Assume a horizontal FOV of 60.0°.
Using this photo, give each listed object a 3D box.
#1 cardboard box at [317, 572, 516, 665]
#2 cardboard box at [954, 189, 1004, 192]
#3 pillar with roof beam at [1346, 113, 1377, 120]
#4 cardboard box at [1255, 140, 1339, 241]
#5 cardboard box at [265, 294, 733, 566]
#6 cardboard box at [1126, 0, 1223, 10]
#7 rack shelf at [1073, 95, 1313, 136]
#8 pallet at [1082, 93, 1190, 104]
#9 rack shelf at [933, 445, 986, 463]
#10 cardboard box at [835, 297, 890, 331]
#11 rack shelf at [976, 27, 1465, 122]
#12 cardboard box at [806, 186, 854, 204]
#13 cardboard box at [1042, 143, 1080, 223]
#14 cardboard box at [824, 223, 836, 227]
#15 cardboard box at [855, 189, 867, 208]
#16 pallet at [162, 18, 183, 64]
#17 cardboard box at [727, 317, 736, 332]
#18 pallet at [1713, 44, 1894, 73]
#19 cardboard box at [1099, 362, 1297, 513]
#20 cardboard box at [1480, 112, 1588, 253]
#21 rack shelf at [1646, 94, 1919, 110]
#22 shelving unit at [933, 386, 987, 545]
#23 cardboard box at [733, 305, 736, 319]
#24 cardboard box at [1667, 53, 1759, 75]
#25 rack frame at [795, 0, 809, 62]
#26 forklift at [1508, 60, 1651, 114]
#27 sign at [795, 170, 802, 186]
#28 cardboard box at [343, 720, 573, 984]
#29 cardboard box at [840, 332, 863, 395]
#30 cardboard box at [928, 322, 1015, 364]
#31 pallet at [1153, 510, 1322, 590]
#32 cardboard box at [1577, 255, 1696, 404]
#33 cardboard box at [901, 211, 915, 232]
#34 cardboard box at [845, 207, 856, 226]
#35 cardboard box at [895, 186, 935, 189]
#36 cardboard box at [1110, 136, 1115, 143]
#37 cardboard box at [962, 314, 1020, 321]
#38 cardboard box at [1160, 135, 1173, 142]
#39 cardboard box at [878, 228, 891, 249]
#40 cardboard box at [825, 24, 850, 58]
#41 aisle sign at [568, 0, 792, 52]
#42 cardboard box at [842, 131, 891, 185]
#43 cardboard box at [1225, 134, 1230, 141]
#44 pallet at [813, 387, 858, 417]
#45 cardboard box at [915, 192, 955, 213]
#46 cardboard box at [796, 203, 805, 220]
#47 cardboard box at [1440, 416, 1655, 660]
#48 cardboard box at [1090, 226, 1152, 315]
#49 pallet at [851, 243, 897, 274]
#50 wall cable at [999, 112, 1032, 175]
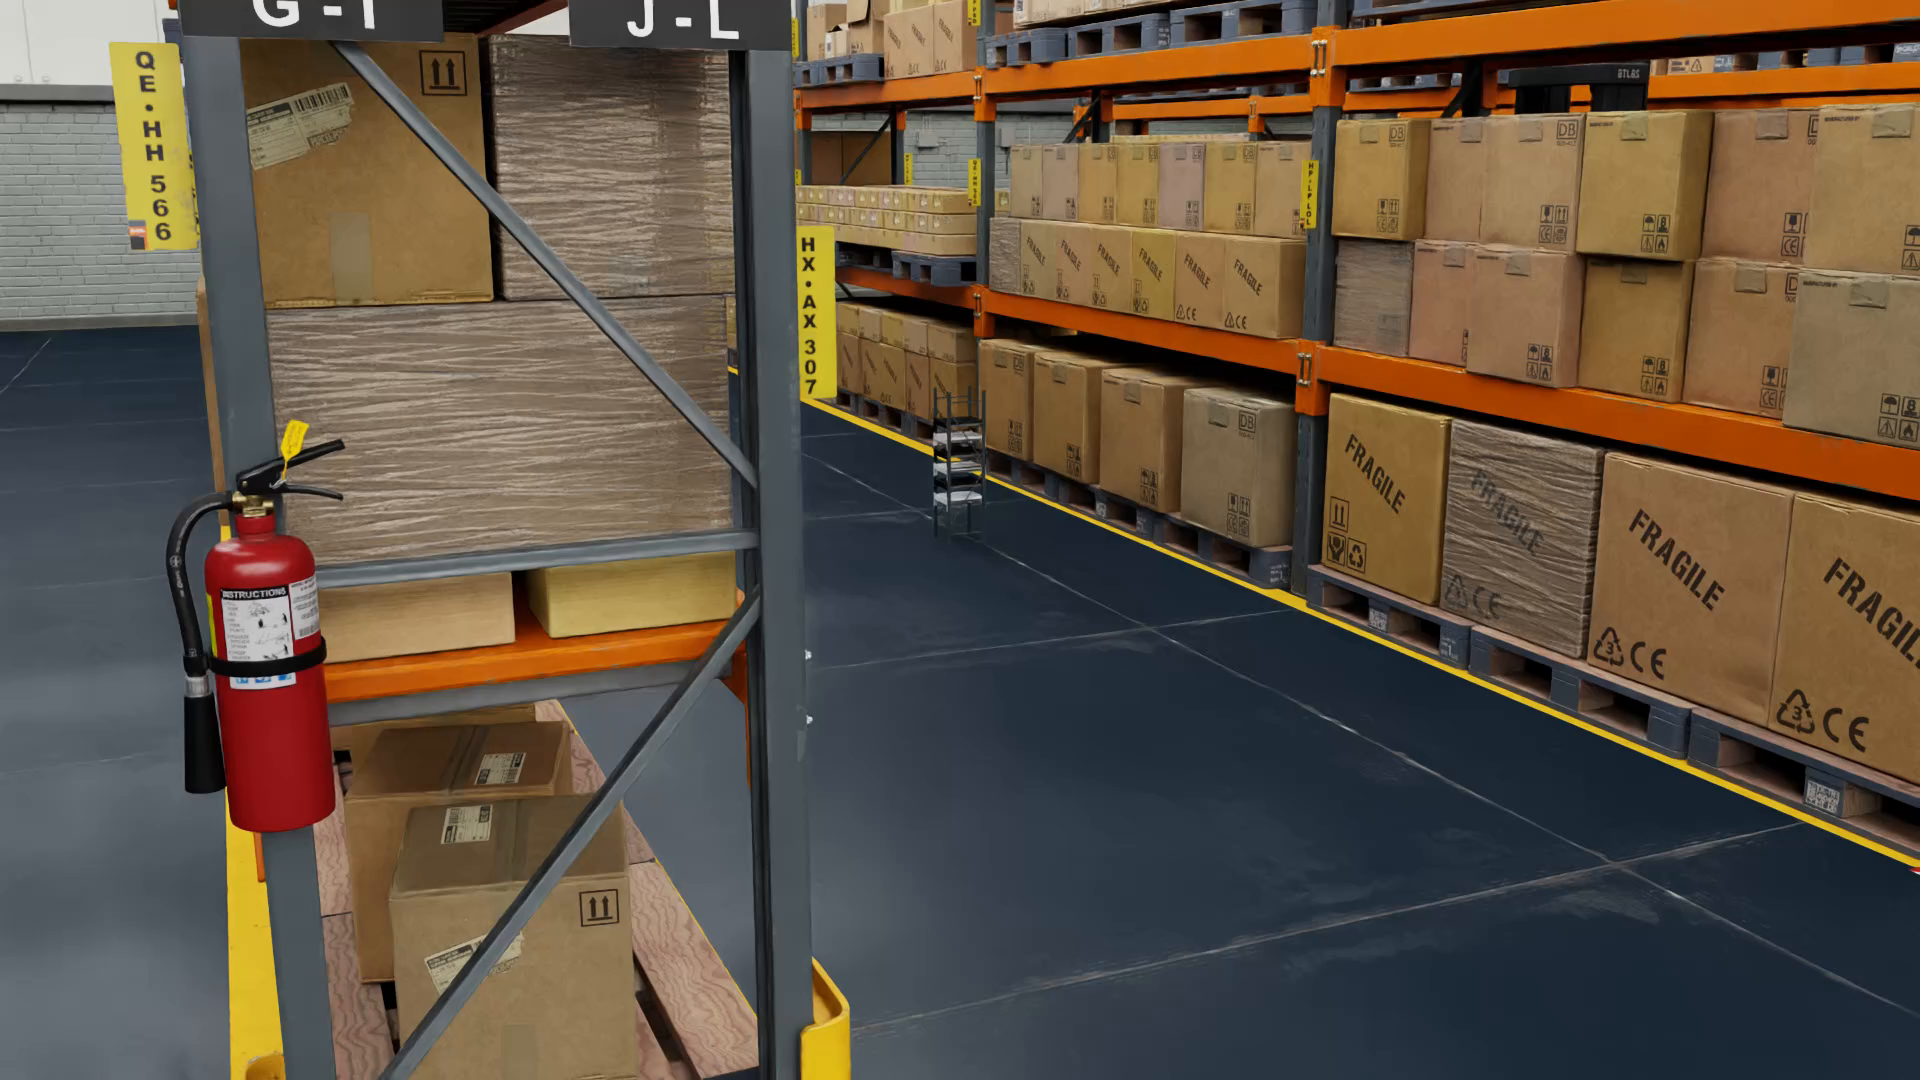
[{"bbox_3d":[-1.085,0.122,3.248,0.380,0.149,0.250,-6,14,-23],"label":"cardboard box"},{"bbox_3d":[0.171,-2.742,13.371,0.380,0.149,0.250,-5,14,-20],"label":"cardboard box"},{"bbox_3d":[2.237,-7.782,23.538,9.100,9.000,0.400,-6,14,-23],"label":"pillar with roof beam"},{"bbox_3d":[1.997,-1.852,8.778,0.700,0.500,0.500,-6,14,-24],"label":"cardboard box"},{"bbox_3d":[-0.977,-0.270,3.502,0.875,0.500,0.500,-6,14,-23],"label":"cardboard box"},{"bbox_3d":[1.297,-3.227,9.554,0.500,0.311,0.500,-6,14,-25],"label":"cardboard box"},{"bbox_3d":[2.690,-4.859,19.153,1.077,0.370,4.000,-6,14,-23],"label":"rack shelf"},{"bbox_3d":[2.196,-5.427,20.209,1.003,0.211,1.213,-6,14,-23],"label":"pallet"},{"bbox_3d":[-0.003,-0.495,9.763,0.258,0.077,0.200,-6,14,-23],"label":"rack shelf"},{"bbox_3d":[-0.950,-2.042,14.990,0.500,0.250,0.500,-6,14,-25],"label":"cardboard box"},{"bbox_3d":[1.400,-2.738,9.990,1.077,0.370,4.000,-6,14,-23],"label":"rack shelf"},{"bbox_3d":[-1.150,-3.059,14.739,0.380,0.149,0.250,-5,14,-21],"label":"cardboard box"},{"bbox_3d":[0.973,-2.378,11.053,0.700,0.500,0.500,-6,14,-24],"label":"cardboard box"},{"bbox_3d":[-0.955,-2.665,14.358,0.380,0.149,0.250,-5,14,-22],"label":"cardboard box"},{"bbox_3d":[-0.637,-2.793,13.593,0.380,0.149,0.250,-5,14,-21],"label":"cardboard box"},{"bbox_3d":[-4.293,-3.111,10.424,1.213,0.211,1.003,-5,14,-20],"label":"pallet"},{"bbox_3d":[-2.391,-2.355,18.124,0.380,0.149,0.250,-5,14,-21],"label":"cardboard box"},{"bbox_3d":[6.128,-3.403,11.684,1.213,0.211,1.003,-6,14,-23],"label":"pallet"},{"bbox_3d":[1.487,-0.642,10.050,1.050,0.750,0.750,-6,14,-23],"label":"cardboard box"},{"bbox_3d":[2.735,-1.506,6.999,0.875,0.550,0.550,-6,14,-23],"label":"cardboard box"},{"bbox_3d":[8.839,-4.481,17.523,1.077,0.370,4.000,-6,14,-23],"label":"rack shelf"},{"bbox_3d":[-0.003,-0.440,9.776,0.258,0.900,0.210,-6,14,-23],"label":"shelving unit"},{"bbox_3d":[-2.225,-2.448,17.866,0.380,0.149,0.250,-5,14,-21],"label":"cardboard box"},{"bbox_3d":[5.731,-3.707,12.354,0.797,0.503,0.637,-6,14,-23],"label":"cardboard box"},{"bbox_3d":[-1.004,-5.789,14.926,1.000,3.000,0.127,-6,14,-23],"label":"rack frame"},{"bbox_3d":[4.568,-1.862,11.415,3.031,2.935,1.130,-5,14,-22],"label":"forklift"},{"bbox_3d":[-1.498,-3.238,15.287,0.100,0.325,0.005,-6,14,-23],"label":"sign"},{"bbox_3d":[-1.287,0.802,4.364,0.500,0.500,0.500,-2,13,-8],"label":"cardboard box"},{"bbox_3d":[-0.737,-1.568,14.603,0.500,0.500,0.500,-5,14,-20],"label":"cardboard box"},{"bbox_3d":[0.085,-1.510,12.690,0.500,0.250,0.500,-6,14,-24],"label":"cardboard box"},{"bbox_3d":[1.823,-0.008,9.435,1.003,0.211,1.213,-6,14,-23],"label":"pallet"},{"bbox_3d":[3.013,-0.877,6.676,0.875,0.550,0.500,-6,14,-23],"label":"cardboard box"},{"bbox_3d":[-0.233,-2.437,12.714,0.380,0.149,0.250,-5,14,-22],"label":"cardboard box"},{"bbox_3d":[-0.737,-2.700,13.850,0.380,0.149,0.250,-6,14,-24],"label":"cardboard box"},{"bbox_3d":[-0.348,-3.010,14.529,0.380,0.149,0.250,-6,14,-23],"label":"cardboard box"},{"bbox_3d":[1.947,-4.803,20.091,0.380,0.149,0.250,-5,14,-21],"label":"cardboard box"},{"bbox_3d":[0.341,-1.661,13.345,0.500,0.250,0.500,-6,14,-24],"label":"cardboard box"},{"bbox_3d":[2.510,-4.541,18.958,0.380,0.149,0.250,-6,14,-23],"label":"cardboard box"},{"bbox_3d":[-0.427,-2.395,13.190,0.380,0.149,0.250,-6,14,-25],"label":"cardboard box"},{"bbox_3d":[-0.843,-4.288,14.360,0.500,0.311,0.500,-6,14,-24],"label":"cardboard box"},{"bbox_3d":[-0.482,-1.241,2.814,0.394,0.787,0.004,-6,14,-23],"label":"aisle sign"},{"bbox_3d":[-0.961,-3.663,15.943,0.500,0.500,0.500,-5,14,-22],"label":"cardboard box"},{"bbox_3d":[3.070,-4.286,17.856,0.380,0.149,0.250,-5,14,-22],"label":"cardboard box"},{"bbox_3d":[-0.690,-1.347,15.223,1.003,0.211,1.213,-6,14,-23],"label":"pallet"},{"bbox_3d":[-0.116,-2.524,12.430,0.380,0.149,0.250,-6,14,-24],"label":"cardboard box"},{"bbox_3d":[-1.267,-2.971,15.019,0.380,0.149,0.250,-5,14,-22],"label":"cardboard box"},{"bbox_3d":[2.753,-0.061,7.262,0.875,0.875,0.875,-6,14,-23],"label":"cardboard box"},{"bbox_3d":[1.137,-1.660,10.166,0.500,0.500,0.500,-6,14,-24],"label":"cardboard box"},{"bbox_3d":[-0.232,-2.352,13.805,1.003,0.211,1.213,-6,14,-23],"label":"pallet"},{"bbox_3d":[0.904,-5.949,26.669,0.588,1.984,0.122,-6,14,-23],"label":"wall cable"}]
